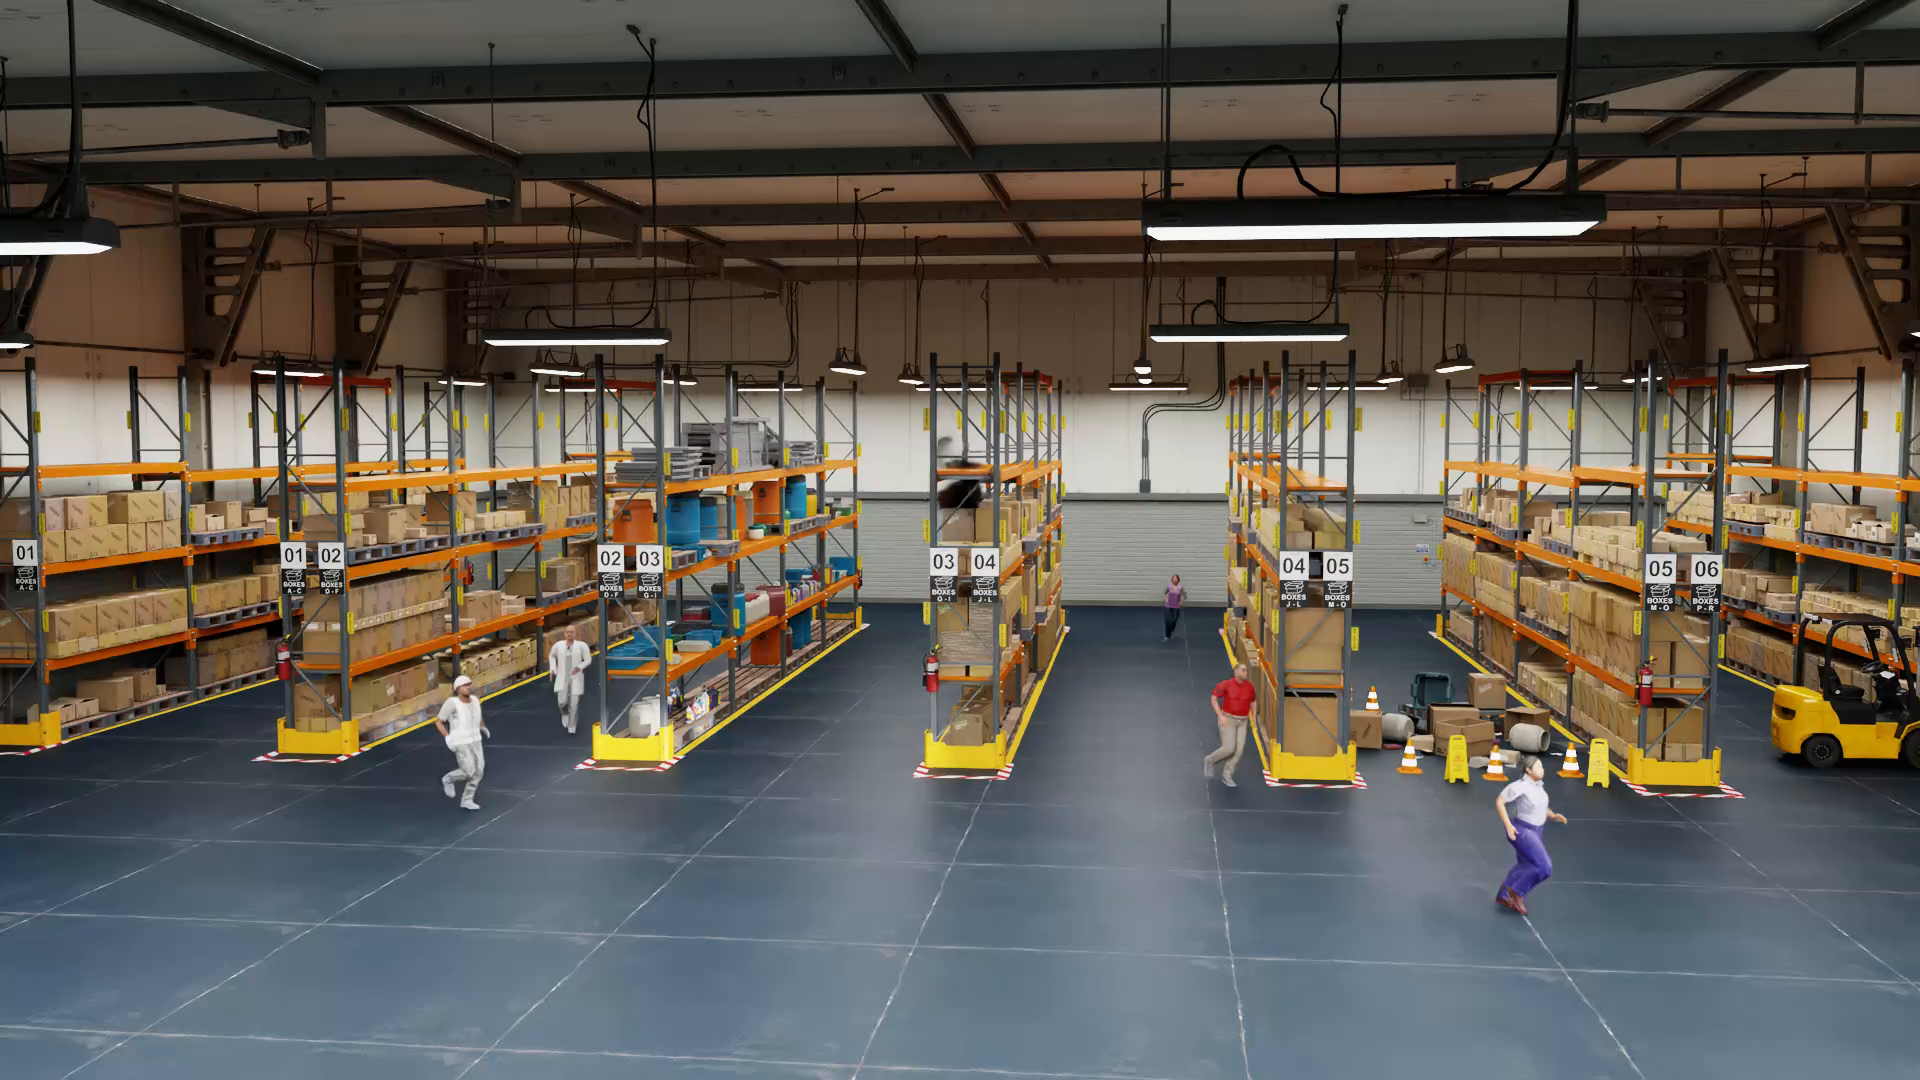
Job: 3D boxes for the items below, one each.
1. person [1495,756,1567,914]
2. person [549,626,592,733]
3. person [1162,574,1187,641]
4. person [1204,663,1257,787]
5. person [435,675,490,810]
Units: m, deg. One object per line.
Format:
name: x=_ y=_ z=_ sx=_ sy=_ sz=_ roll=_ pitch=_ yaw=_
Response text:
person: x=5.791 y=2.992 z=16.884 sx=0.712 sy=1.614 sz=0.576 roll=3 pitch=5 yaw=40
person: x=-6.280 y=2.245 z=26.733 sx=0.704 sy=1.732 sz=0.628 roll=0 pitch=4 yaw=-6
person: x=4.883 y=1.551 z=37.997 sx=0.559 sy=1.550 sz=0.571 roll=1 pitch=4 yaw=13
person: x=3.806 y=2.538 z=23.091 sx=0.712 sy=1.676 sz=0.581 roll=-2 pitch=4 yaw=-25
person: x=-6.421 y=2.619 z=21.564 sx=0.595 sy=1.734 sz=0.696 roll=3 pitch=5 yaw=34
